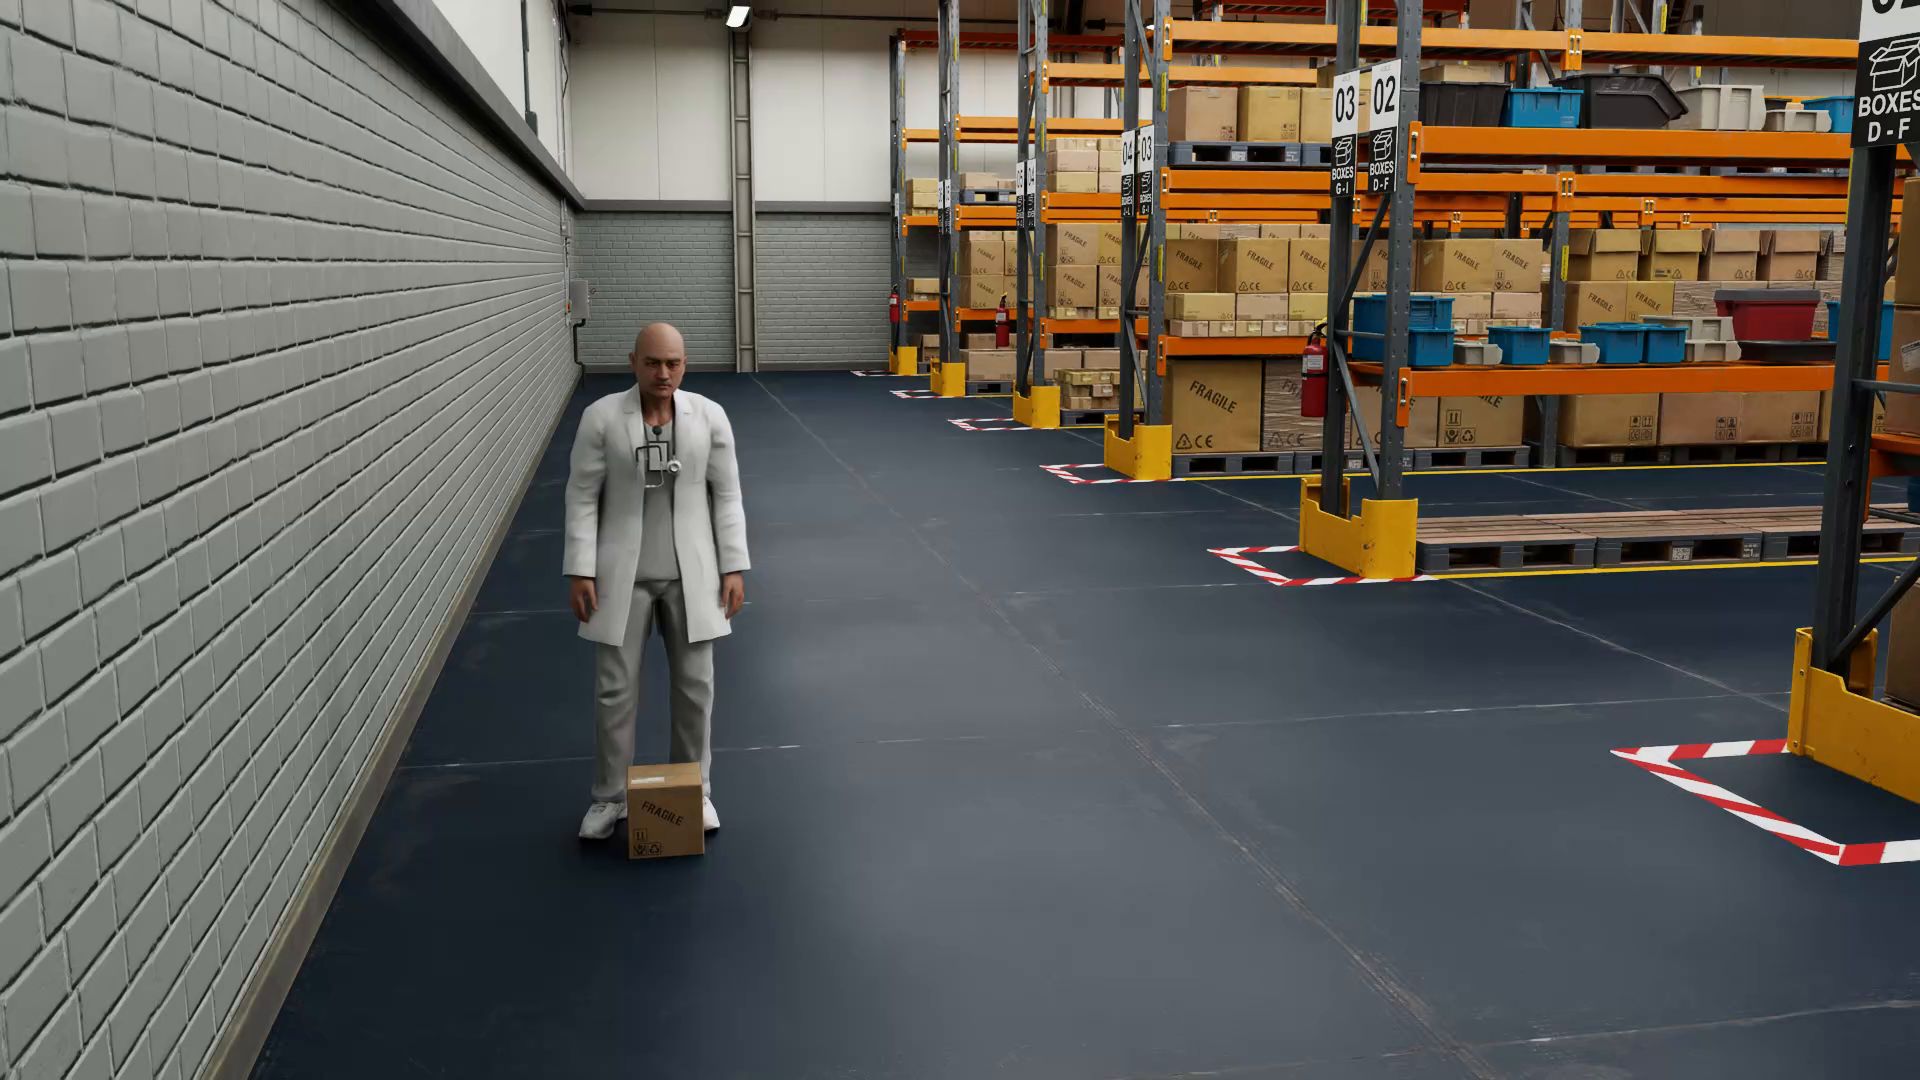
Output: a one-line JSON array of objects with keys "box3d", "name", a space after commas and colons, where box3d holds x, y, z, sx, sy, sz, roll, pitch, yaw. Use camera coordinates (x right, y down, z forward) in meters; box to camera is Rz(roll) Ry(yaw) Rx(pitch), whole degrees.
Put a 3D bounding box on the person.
[{"box3d": [-1.054, 0.133, 5.806, 0.649, 1.772, 0.429, -2, 10, -15], "name": "person"}]
